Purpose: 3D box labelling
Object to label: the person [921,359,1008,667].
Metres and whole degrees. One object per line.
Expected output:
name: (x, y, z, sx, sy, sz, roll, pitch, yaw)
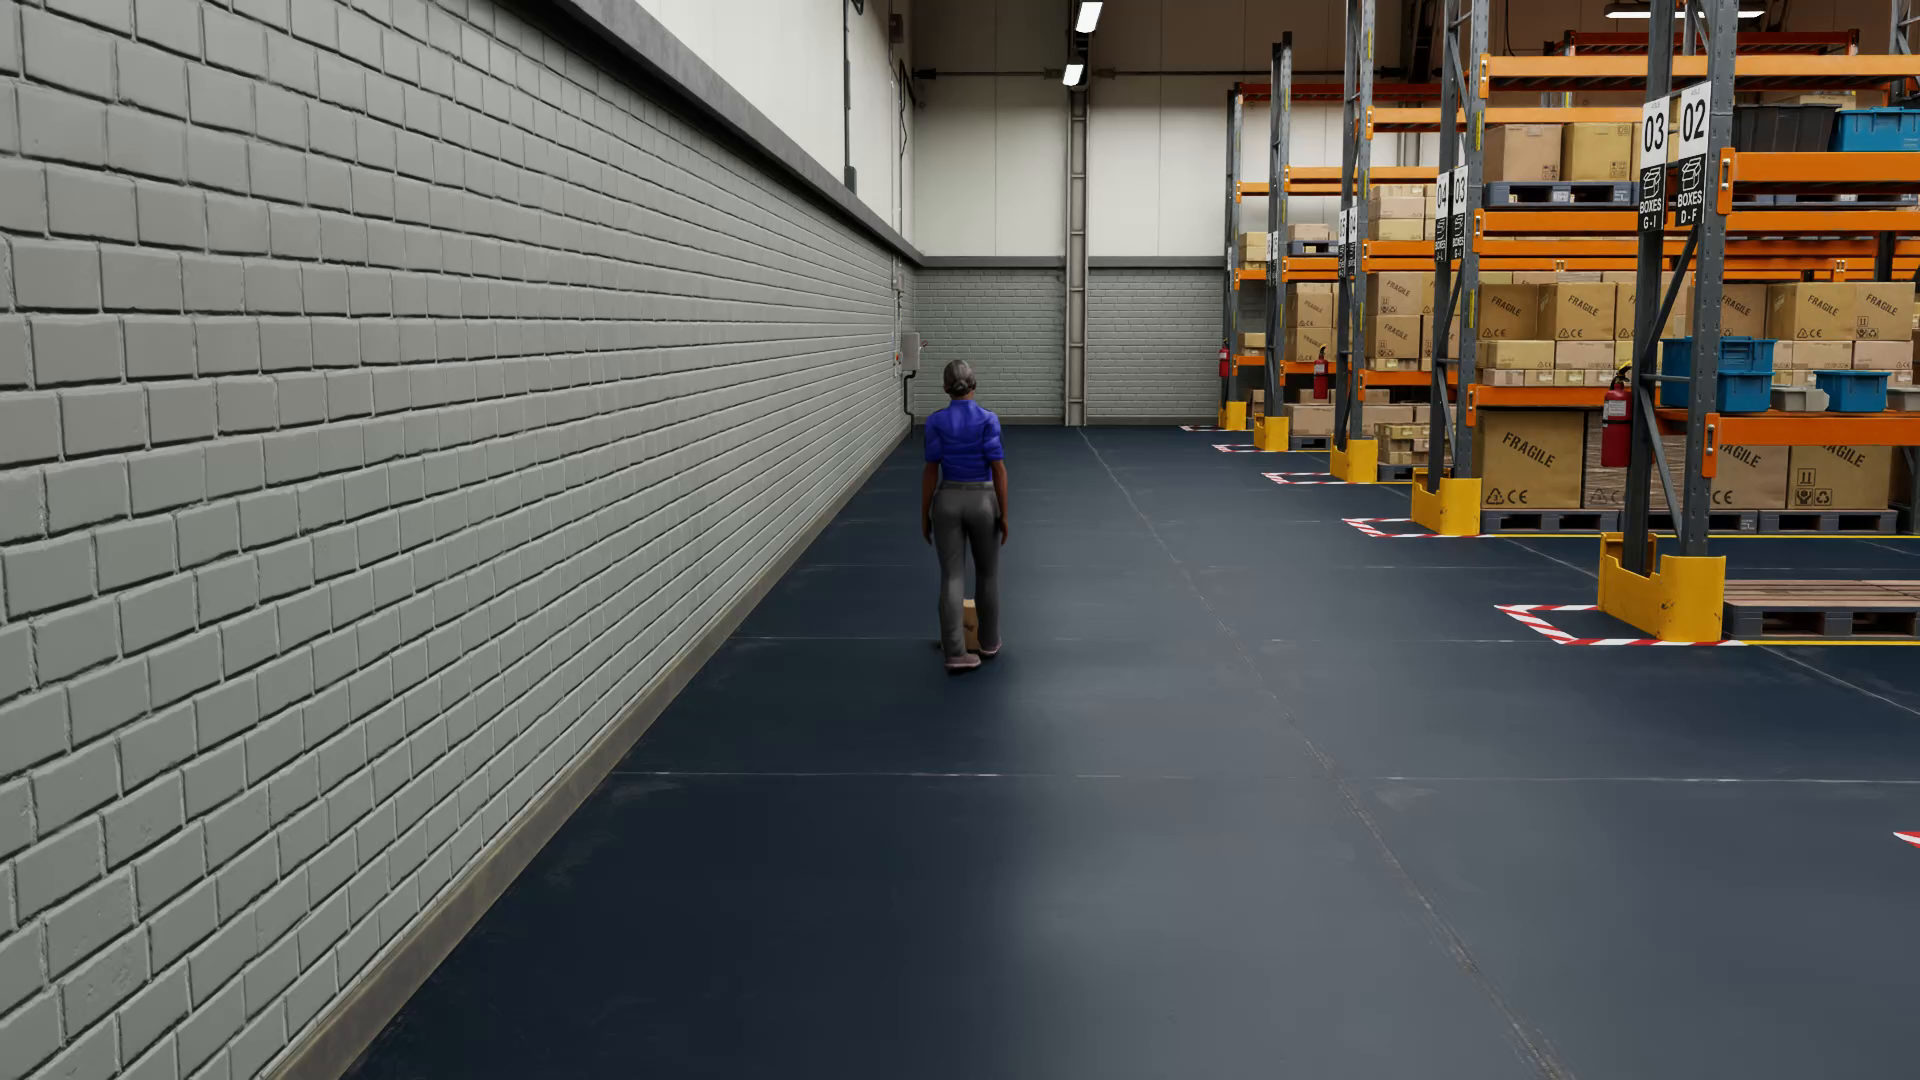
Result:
person: (0.038, -0.157, 9.023, 0.469, 1.643, 0.709, 1, 7, 8)
